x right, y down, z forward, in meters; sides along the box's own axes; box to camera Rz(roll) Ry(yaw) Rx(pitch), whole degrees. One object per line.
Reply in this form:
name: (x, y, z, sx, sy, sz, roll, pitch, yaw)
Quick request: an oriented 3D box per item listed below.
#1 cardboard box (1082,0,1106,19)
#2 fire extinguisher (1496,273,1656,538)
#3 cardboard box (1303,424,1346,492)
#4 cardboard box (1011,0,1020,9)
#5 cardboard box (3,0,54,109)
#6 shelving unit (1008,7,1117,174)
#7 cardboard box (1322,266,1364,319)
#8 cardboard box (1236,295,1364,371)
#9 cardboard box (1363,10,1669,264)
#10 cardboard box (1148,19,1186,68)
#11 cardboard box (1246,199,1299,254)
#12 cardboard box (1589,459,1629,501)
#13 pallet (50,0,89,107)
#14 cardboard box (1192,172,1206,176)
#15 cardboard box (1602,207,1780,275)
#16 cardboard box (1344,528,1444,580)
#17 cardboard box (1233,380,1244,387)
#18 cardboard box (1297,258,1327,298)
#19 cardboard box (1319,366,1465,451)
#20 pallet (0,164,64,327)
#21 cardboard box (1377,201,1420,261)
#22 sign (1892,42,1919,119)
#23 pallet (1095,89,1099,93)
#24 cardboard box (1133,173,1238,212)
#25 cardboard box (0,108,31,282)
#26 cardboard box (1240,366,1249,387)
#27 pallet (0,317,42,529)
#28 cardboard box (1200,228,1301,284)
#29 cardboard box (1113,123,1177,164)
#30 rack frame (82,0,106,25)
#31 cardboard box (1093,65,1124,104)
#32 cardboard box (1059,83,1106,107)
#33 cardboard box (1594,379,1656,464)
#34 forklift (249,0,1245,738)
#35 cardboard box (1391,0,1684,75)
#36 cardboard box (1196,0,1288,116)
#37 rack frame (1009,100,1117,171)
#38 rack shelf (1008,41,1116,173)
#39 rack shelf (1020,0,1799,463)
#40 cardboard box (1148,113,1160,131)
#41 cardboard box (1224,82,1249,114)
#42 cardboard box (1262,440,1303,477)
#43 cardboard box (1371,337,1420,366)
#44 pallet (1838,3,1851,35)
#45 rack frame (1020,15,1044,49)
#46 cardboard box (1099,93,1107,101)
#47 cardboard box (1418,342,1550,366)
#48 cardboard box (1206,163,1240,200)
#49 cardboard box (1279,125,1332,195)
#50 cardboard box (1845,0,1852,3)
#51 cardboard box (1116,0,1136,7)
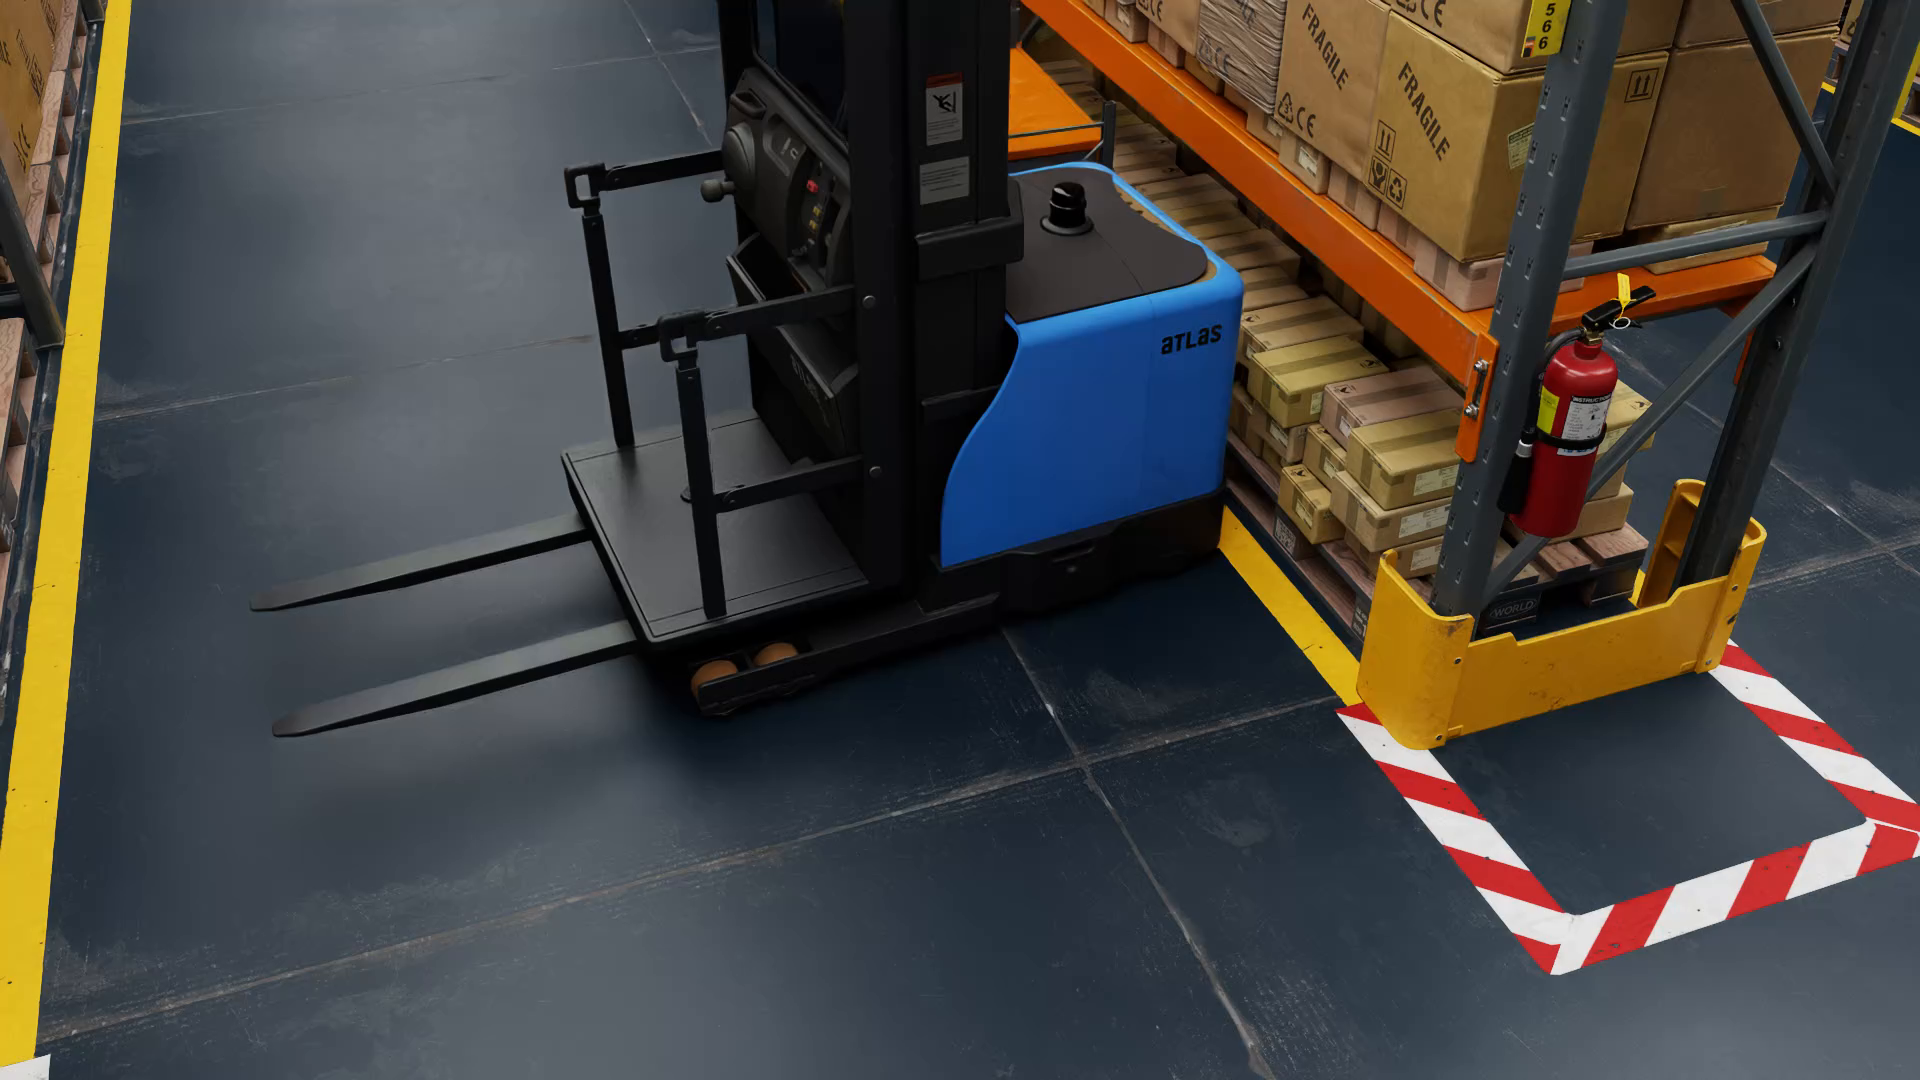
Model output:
cardboard box: (0.665, -2.089, 6.240, 0.380, 0.149, 0.250, -12, 39, -15)
fire extinguisher: (1.491, -0.321, 4.058, 0.296, 0.674, 0.183, -12, 39, -16)
cardboard box: (1.349, -0.285, 5.408, 0.380, 0.149, 0.250, -13, 39, -17)
cardboard box: (-0.030, -2.534, 8.349, 0.500, 0.500, 0.500, -13, 39, -17)
cardboard box: (-5.065, -2.583, 8.103, 0.875, 0.875, 0.875, -12, 39, -15)
shelving unit: (0.161, -1.367, 6.630, 0.538, 1.125, 1.048, -11, 38, -14)
cardboard box: (1.553, -0.953, 6.048, 0.380, 0.149, 0.250, -11, 38, -14)
cardboard box: (1.147, -0.685, 5.693, 0.380, 0.149, 0.250, -14, 39, -18)
cardboard box: (1.442, -1.098, 4.385, 0.500, 0.500, 0.500, -12, 39, -15)
cardboard box: (0.886, -1.795, 5.848, 0.380, 0.149, 0.250, -11, 38, -14)
cardboard box: (1.329, -1.233, 6.420, 0.380, 0.149, 0.250, -12, 39, -16)
cardboard box: (1.899, -0.236, 5.343, 0.380, 0.149, 0.250, -11, 38, -14)
pallet: (-5.327, -2.601, 9.028, 1.003, 0.211, 1.213, -12, 39, -16)
cardboard box: (1.182, -1.434, 6.934, 0.380, 0.149, 0.250, -12, 38, -15)
cardboard box: (2.034, -0.889, 4.647, 0.380, 0.149, 0.250, -13, 39, -16)
cardboard box: (1.461, -0.022, 5.307, 0.380, 0.149, 0.250, -12, 39, -15)
cardboard box: (1.024, -0.581, 6.049, 0.380, 0.149, 0.250, -14, 39, -18)
cardboard box: (1.391, -0.964, 6.311, 0.380, 0.149, 0.250, -11, 38, -14)
cardboard box: (1.385, -0.406, 5.322, 0.380, 0.149, 0.250, -12, 39, -15)
pallet: (-4.488, -1.223, 7.198, 1.003, 0.211, 1.213, -12, 39, -16)
cardboard box: (1.410, -0.913, 4.677, 0.380, 0.149, 0.250, -13, 39, -16)
sign: (2.348, -1.197, 4.127, 0.100, 0.325, 0.005, -12, 39, -16)
pallet: (0.192, -2.324, 8.660, 1.003, 0.211, 1.213, -12, 39, -16)
cardboard box: (0.851, -1.287, 6.492, 0.380, 0.149, 0.250, -14, 39, -18)
cardboard box: (-4.440, -1.569, 6.757, 0.875, 0.875, 0.875, -11, 38, -15)
cardboard box: (1.212, -0.592, 5.816, 0.380, 0.149, 0.250, -13, 39, -16)
pallet: (-3.963, -0.357, 6.049, 1.003, 0.211, 1.213, -12, 39, -16)
cardboard box: (1.016, -0.997, 6.107, 0.380, 0.149, 0.250, -14, 39, -17)
cardboard box: (0.669, -1.585, 6.887, 0.380, 0.149, 0.250, -13, 39, -17)
rack frame: (-5.528, -4.176, 8.801, 1.000, 3.000, 0.127, -12, 39, -16)
cardboard box: (0.828, -2.118, 7.595, 0.380, 0.149, 0.250, -11, 38, -15)
cardboard box: (0.425, -1.860, 7.252, 0.380, 0.149, 0.250, -11, 38, -14)
cardboard box: (1.977, -0.372, 5.277, 0.380, 0.149, 0.250, -14, 39, -18)
forklift: (-0.679, -1.003, 4.646, 3.031, 2.935, 1.130, -15, 40, -19)
cardboard box: (1.447, -1.504, 4.092, 0.500, 0.500, 0.500, -13, 39, -17)
cardboard box: (1.086, -1.675, 5.150, 0.500, 0.500, 0.500, -12, 39, -16)
rack frame: (0.319, -1.077, 6.244, 0.500, 1.125, 0.032, -11, 38, -14)
rack shelf: (0.161, -1.601, 6.454, 0.538, 0.278, 1.000, -11, 38, -14)
rack shelf: (1.150, -1.581, 5.954, 1.077, 0.370, 4.000, -12, 39, -16)
cardboard box: (1.046, -1.843, 7.229, 0.380, 0.149, 0.250, -13, 39, -16)
cardboard box: (1.100, -1.510, 5.471, 0.380, 0.149, 0.250, -14, 39, -18)
cardboard box: (1.268, -0.314, 5.694, 0.380, 0.149, 0.250, -13, 39, -16)
cardboard box: (1.704, -0.690, 5.946, 0.380, 0.149, 0.250, -11, 38, -15)
pallet: (4.817, -3.275, 9.922, 1.003, 0.211, 1.213, -12, 39, -16)
rack frame: (0.462, -2.999, 7.238, 1.000, 3.000, 0.127, -12, 39, -16)
cardboard box: (0.868, -2.034, 7.731, 0.380, 0.149, 0.250, -12, 39, -15)
cardboard box: (1.803, -0.672, 5.674, 0.380, 0.149, 0.250, -13, 39, -16)
cardboard box: (1.242, -1.546, 6.836, 0.380, 0.149, 0.250, -14, 39, -18)
cardboard box: (1.200, -1.190, 5.046, 0.380, 0.149, 0.250, -11, 38, -15)
cardboard box: (4.914, -3.645, 9.513, 1.225, 0.875, 0.875, -12, 39, -16)
cardboard box: (0.712, -2.255, 5.921, 0.500, 0.500, 0.500, -13, 39, -17)
